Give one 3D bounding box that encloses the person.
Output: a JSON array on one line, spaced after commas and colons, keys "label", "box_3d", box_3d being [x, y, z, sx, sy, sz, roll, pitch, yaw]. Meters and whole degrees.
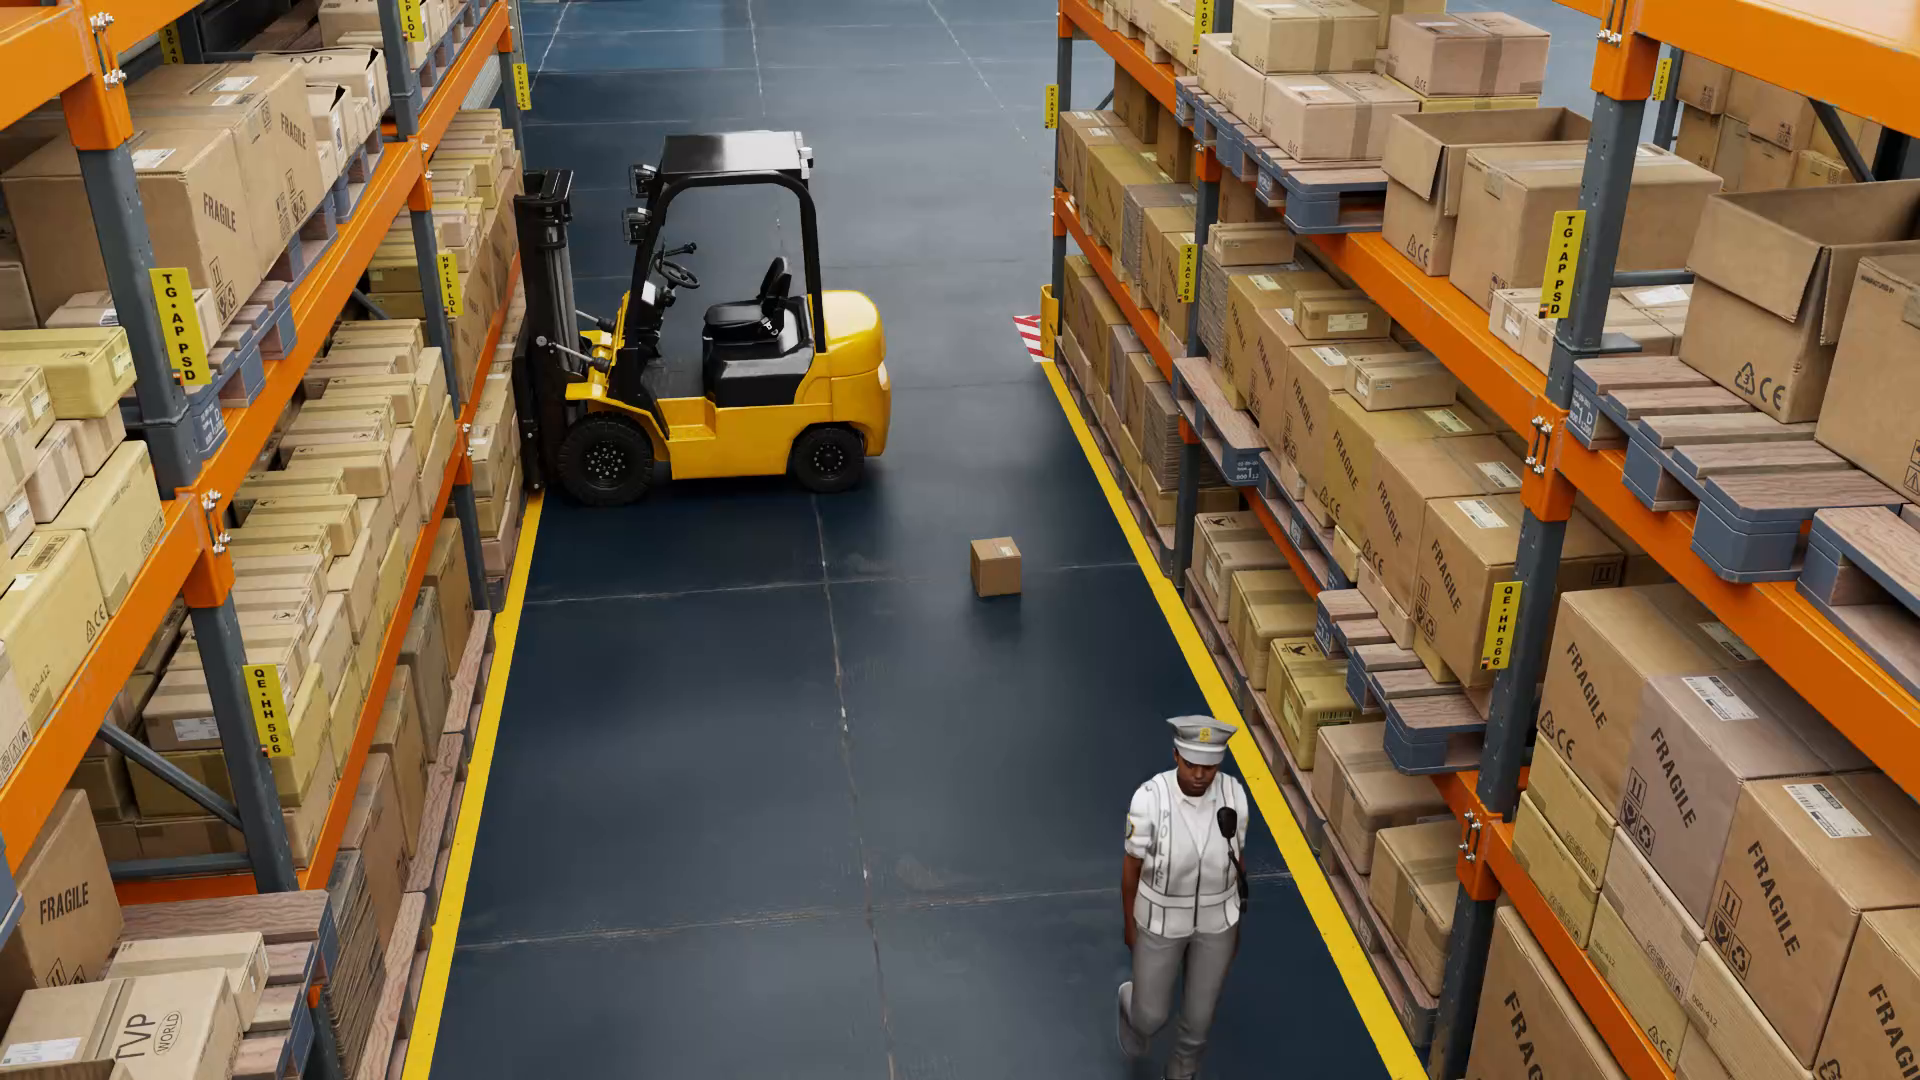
[{"label": "person", "box_3d": [0.793, 1.421, 6.013, 0.390, 1.347, 0.446, -3, 27, -5]}]
